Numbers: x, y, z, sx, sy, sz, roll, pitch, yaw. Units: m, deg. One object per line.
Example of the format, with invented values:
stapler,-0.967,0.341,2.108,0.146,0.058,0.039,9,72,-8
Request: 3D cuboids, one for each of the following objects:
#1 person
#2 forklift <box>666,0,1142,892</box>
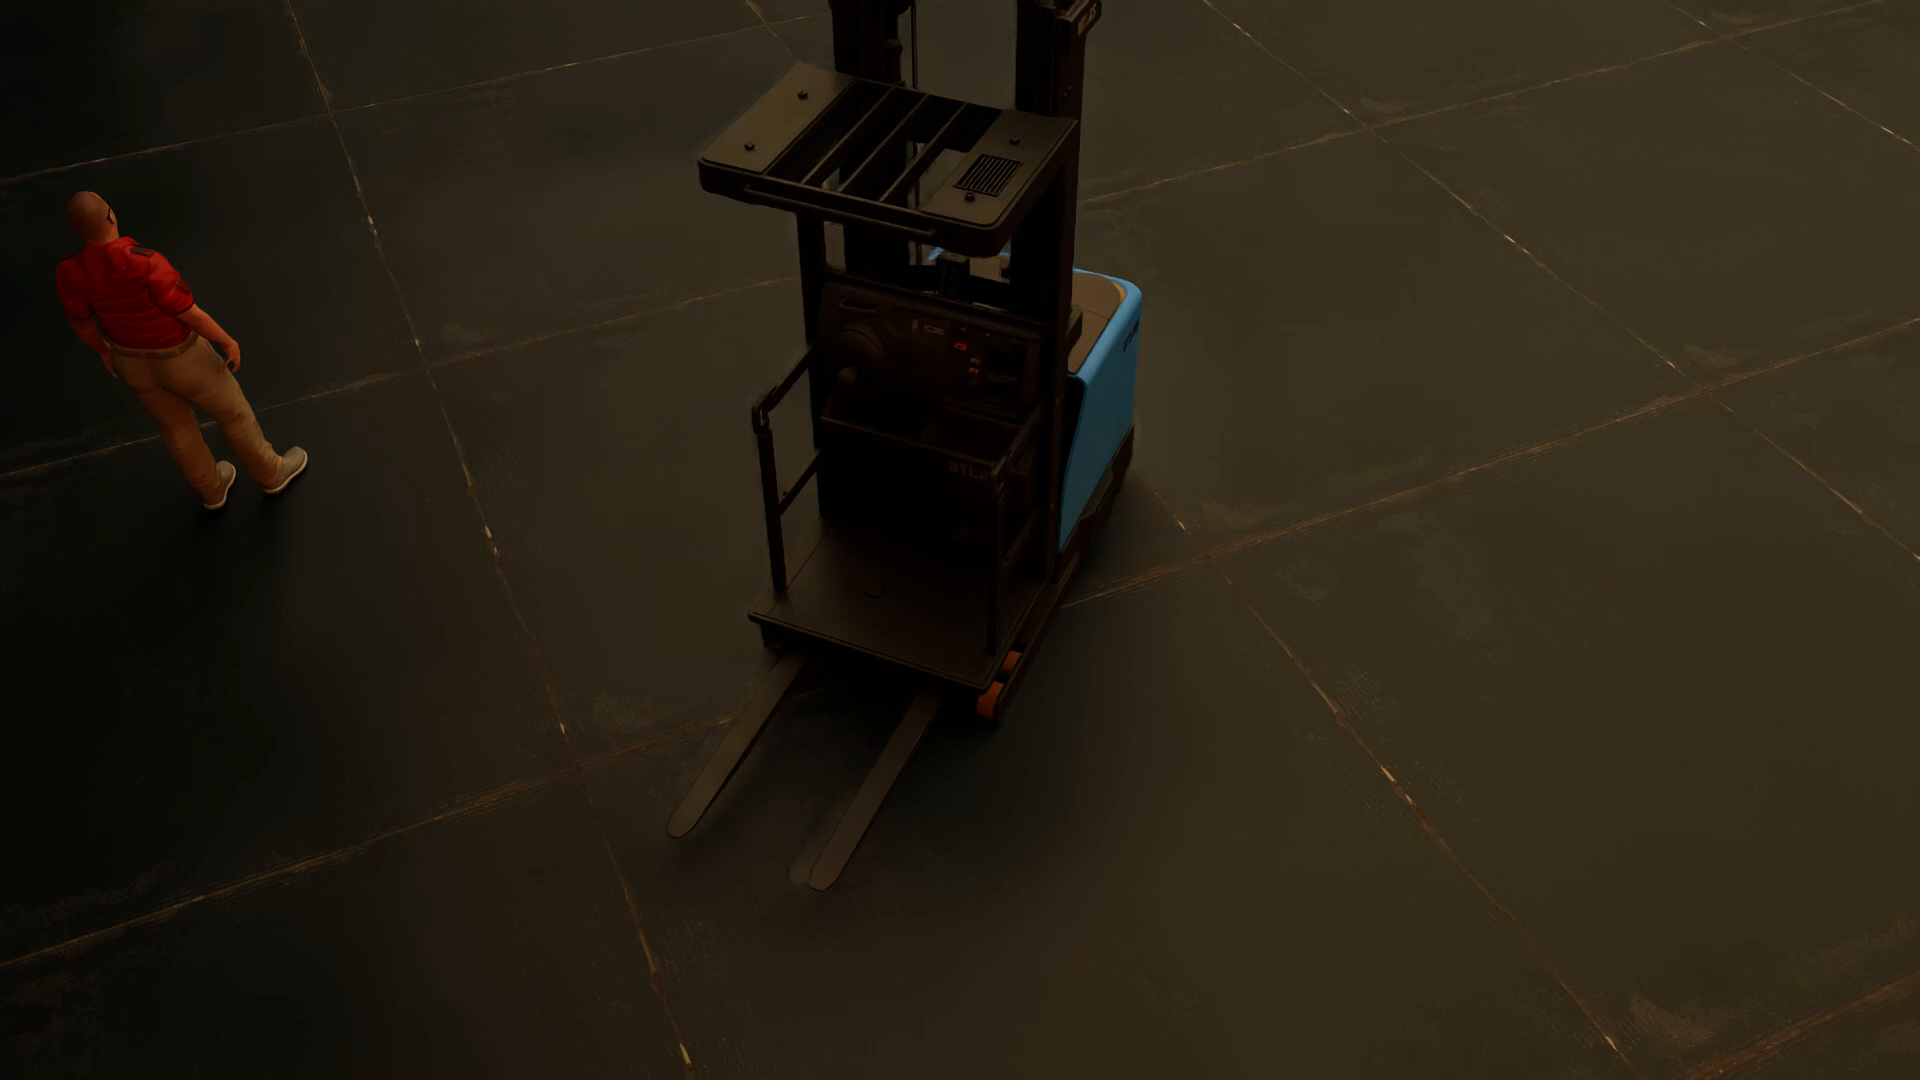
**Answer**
person,-3.543,-0.875,7.489,0.638,1.727,0.553,0,43,0
forklift,-0.211,-0.652,6.379,1.130,2.935,3.031,16,45,17
